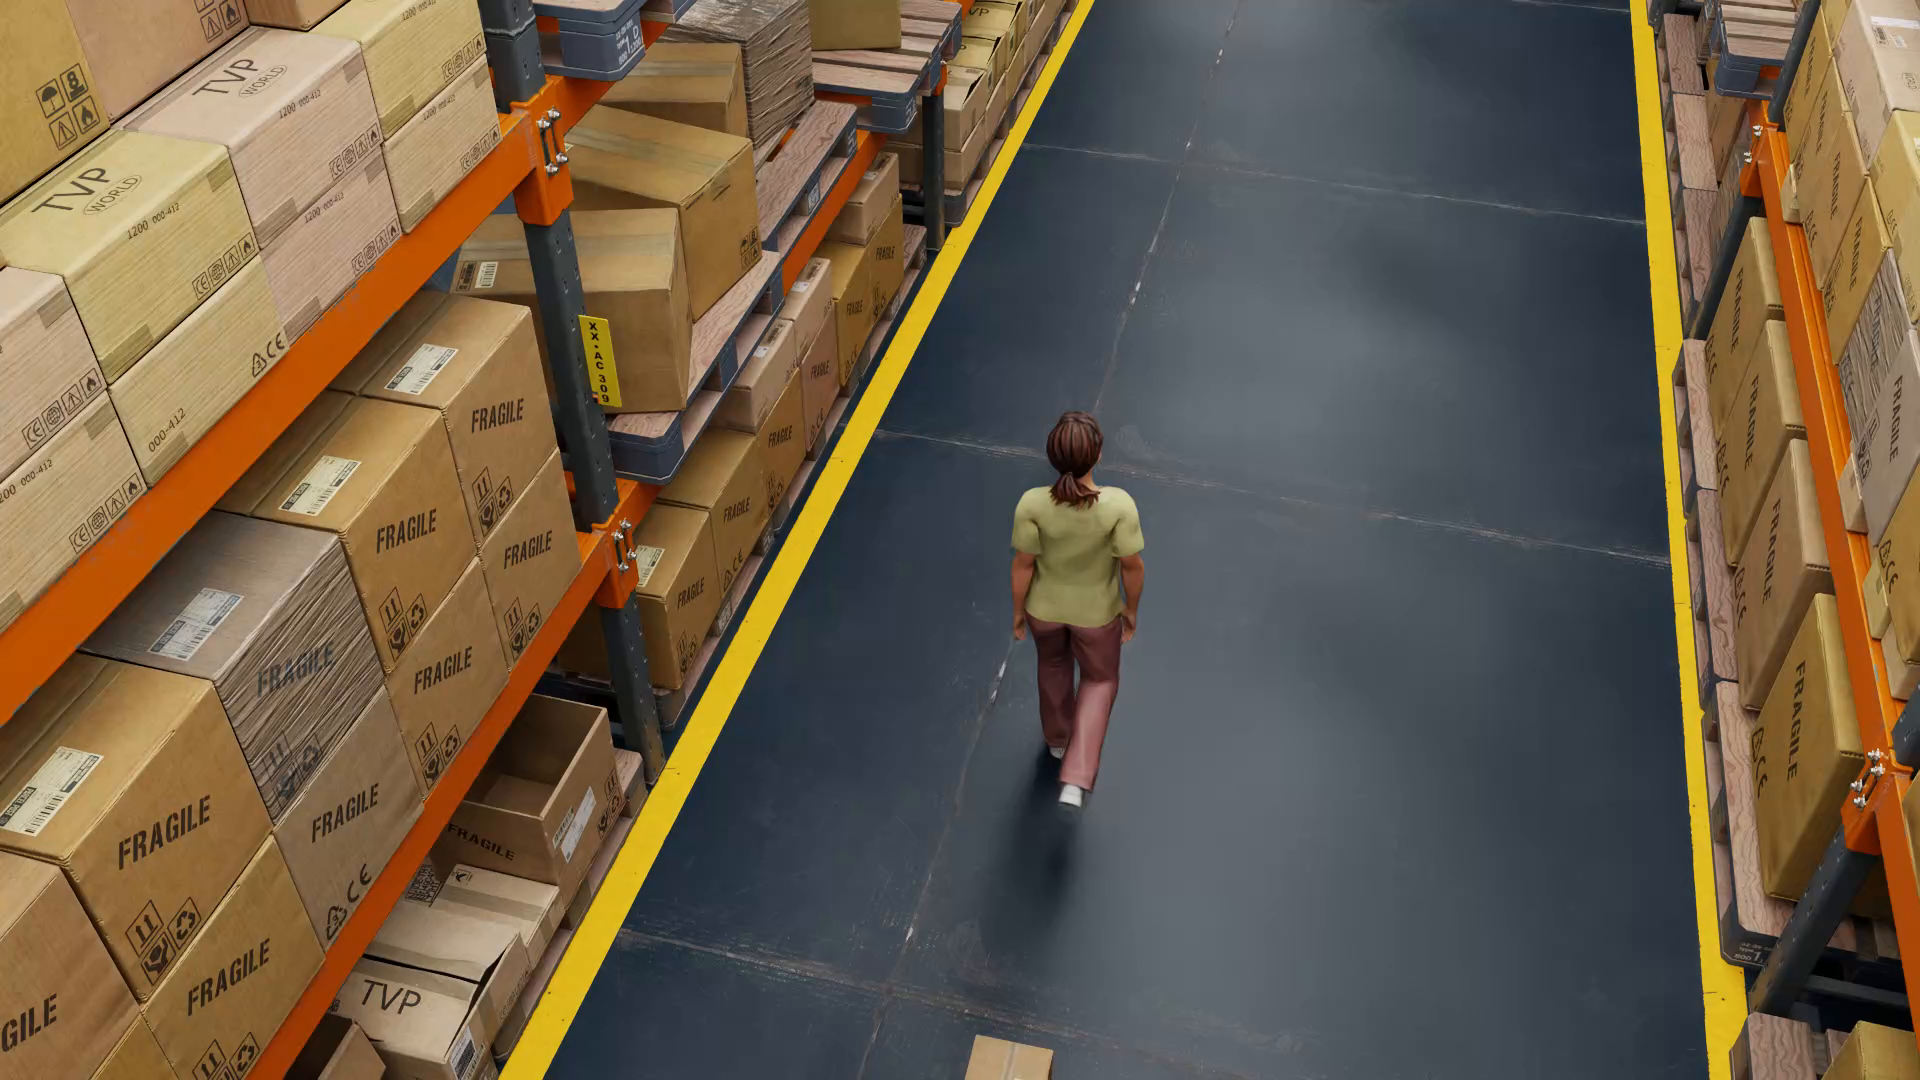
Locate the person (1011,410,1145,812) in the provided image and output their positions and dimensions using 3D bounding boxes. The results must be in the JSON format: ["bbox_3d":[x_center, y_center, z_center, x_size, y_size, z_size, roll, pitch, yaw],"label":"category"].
[{"bbox_3d":[0.397,0.282,5.819,0.457,1.649,0.769,6,41,6],"label":"person"}]
